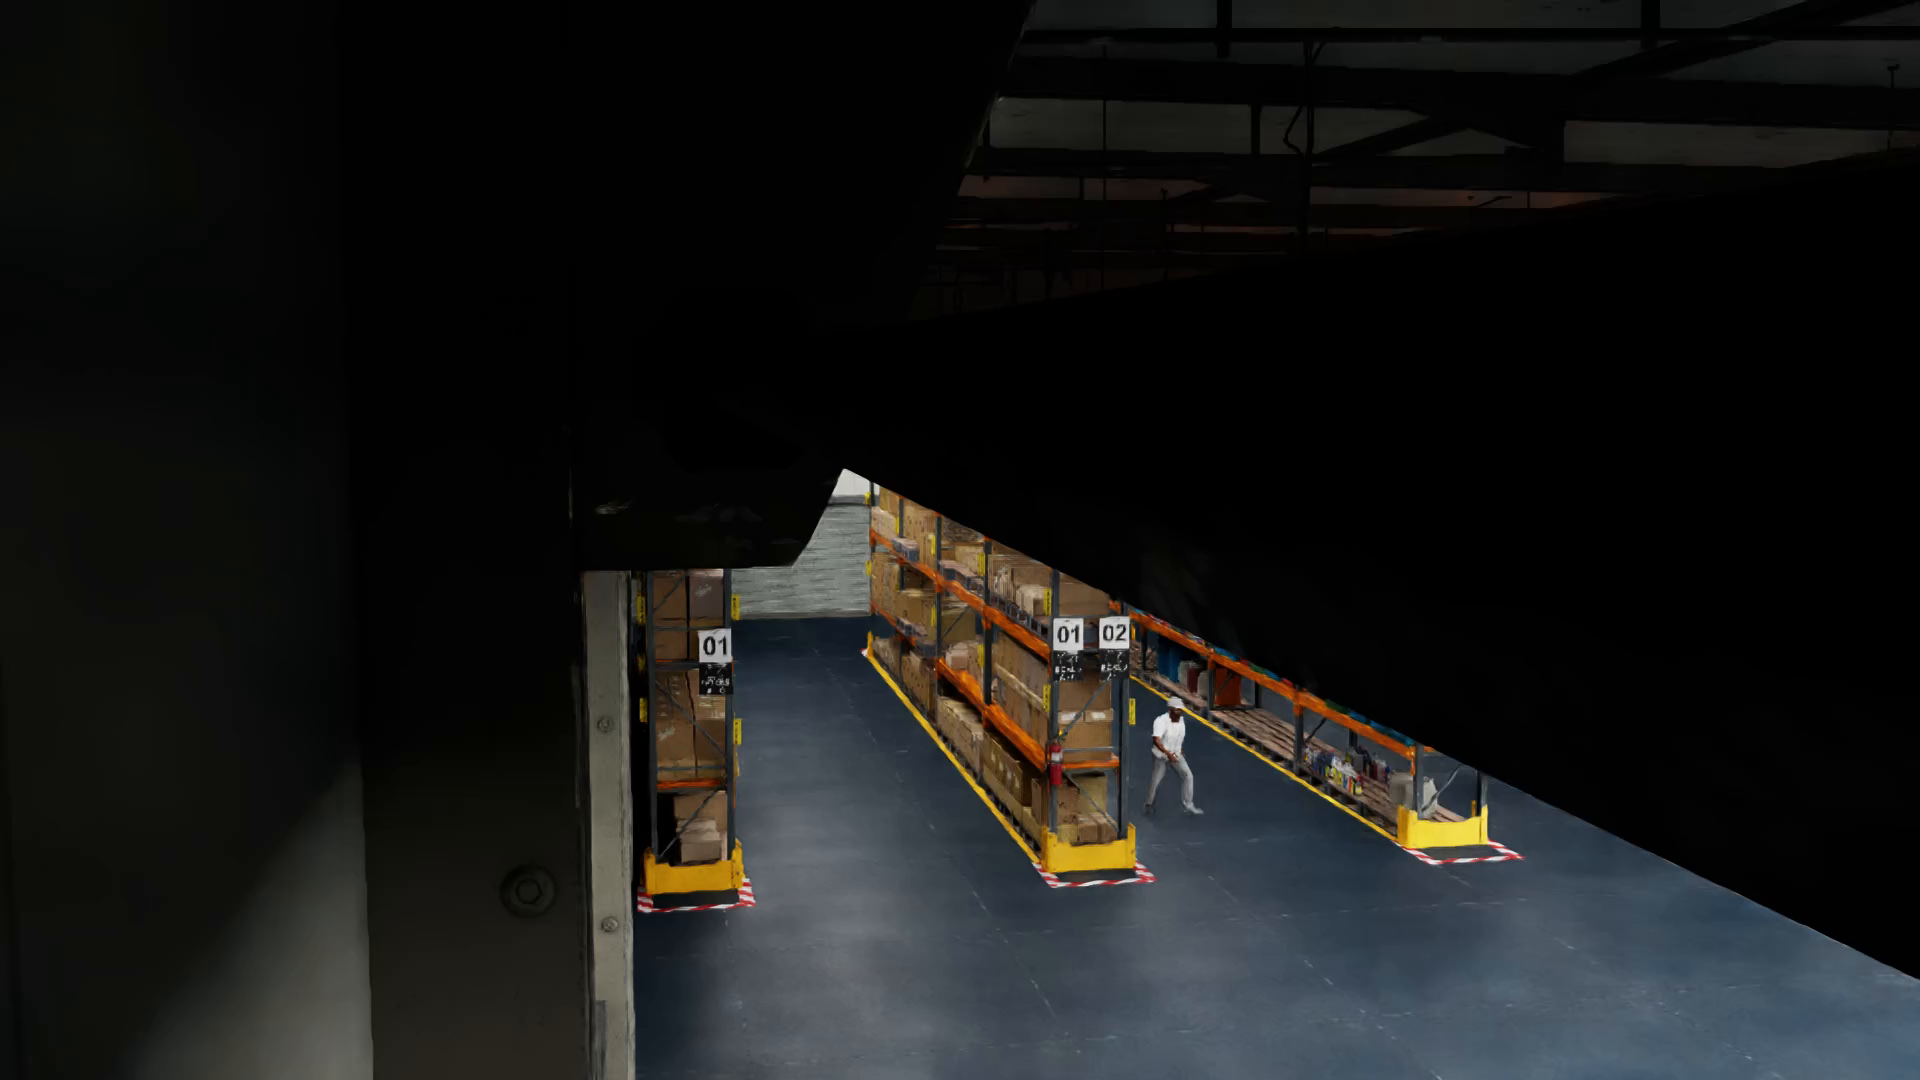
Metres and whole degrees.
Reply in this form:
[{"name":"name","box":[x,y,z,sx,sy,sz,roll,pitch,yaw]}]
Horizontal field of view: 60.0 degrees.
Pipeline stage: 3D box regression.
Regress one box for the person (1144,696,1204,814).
[{"name":"person","box":[2.951,3.029,23.456,0.702,1.705,0.780,-4,7,-31]}]
